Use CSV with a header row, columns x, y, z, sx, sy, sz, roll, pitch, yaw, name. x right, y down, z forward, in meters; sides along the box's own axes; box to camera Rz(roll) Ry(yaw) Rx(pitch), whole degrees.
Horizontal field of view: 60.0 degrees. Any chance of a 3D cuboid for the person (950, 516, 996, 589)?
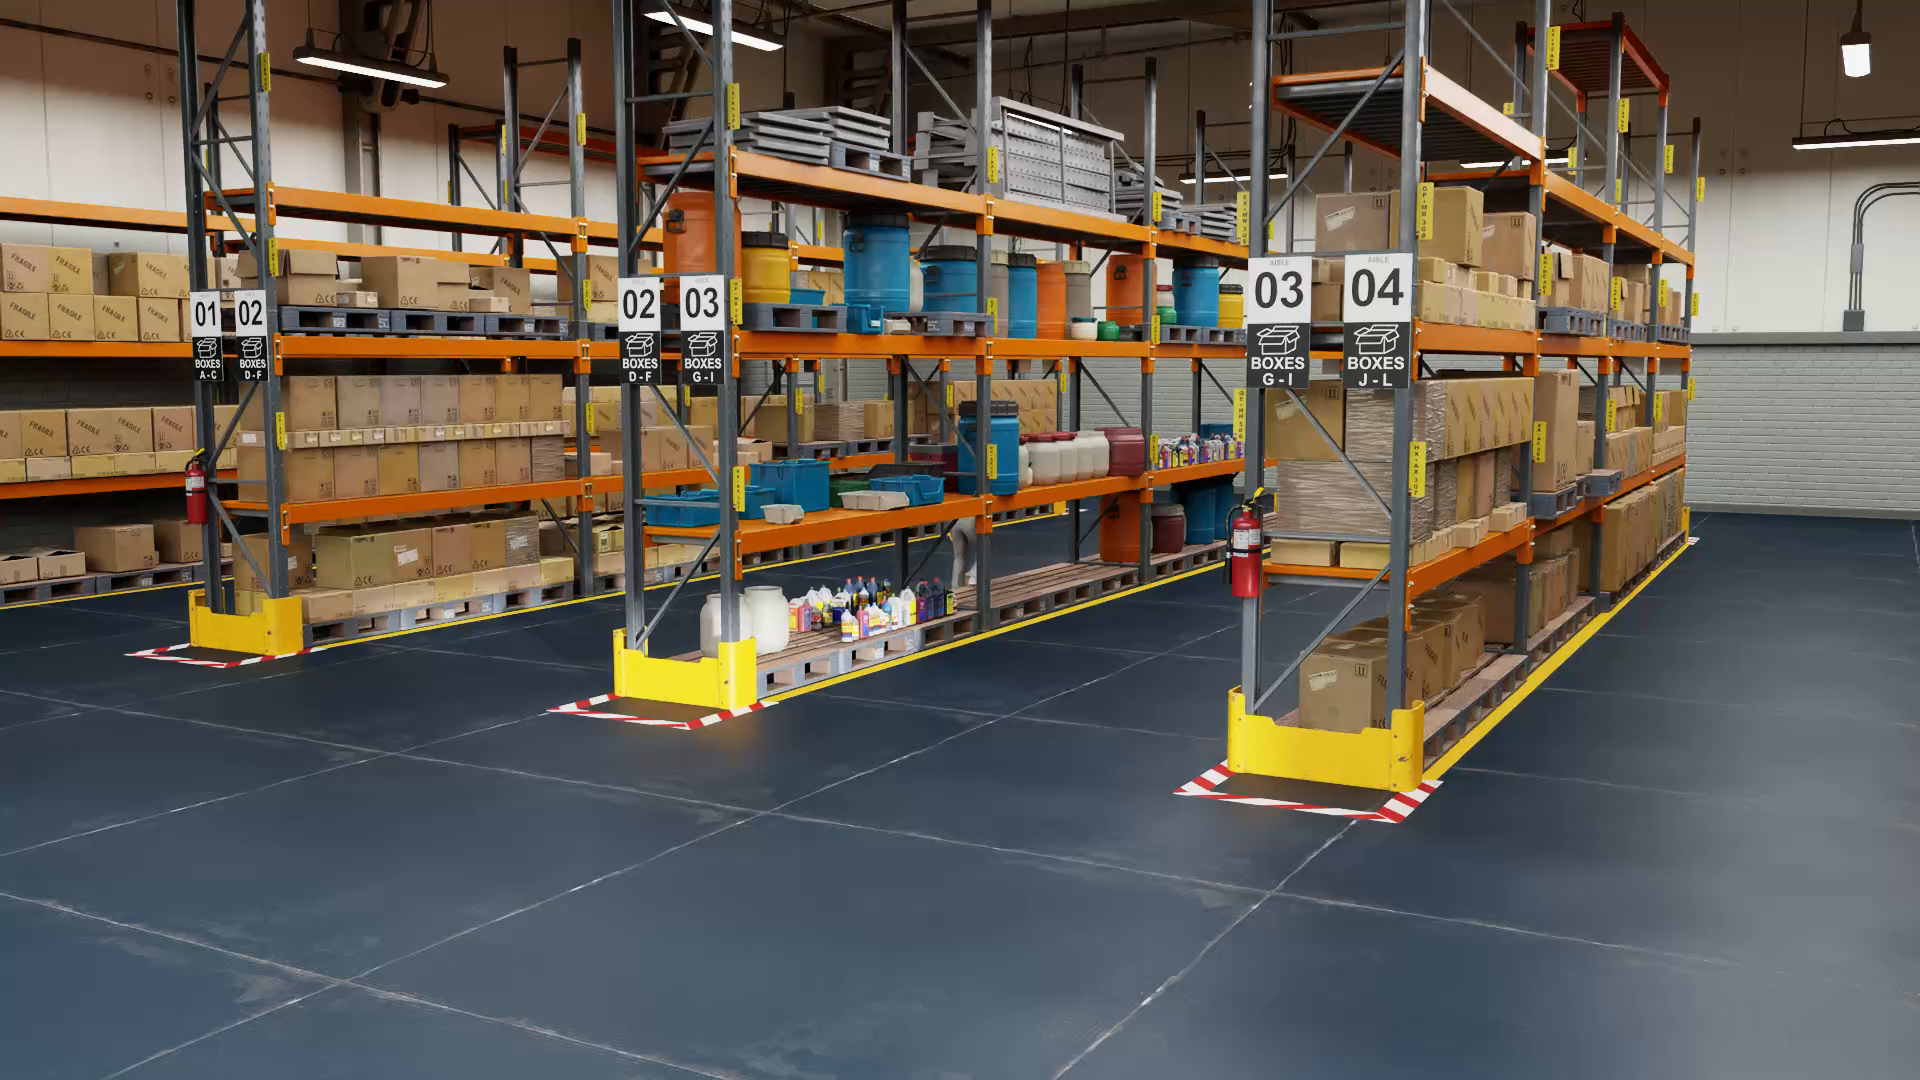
x,y,z,sx,sy,sz,roll,pitch,yaw,name
0.096,-0.125,17.885,0.464,1.606,0.490,3,7,30,person
